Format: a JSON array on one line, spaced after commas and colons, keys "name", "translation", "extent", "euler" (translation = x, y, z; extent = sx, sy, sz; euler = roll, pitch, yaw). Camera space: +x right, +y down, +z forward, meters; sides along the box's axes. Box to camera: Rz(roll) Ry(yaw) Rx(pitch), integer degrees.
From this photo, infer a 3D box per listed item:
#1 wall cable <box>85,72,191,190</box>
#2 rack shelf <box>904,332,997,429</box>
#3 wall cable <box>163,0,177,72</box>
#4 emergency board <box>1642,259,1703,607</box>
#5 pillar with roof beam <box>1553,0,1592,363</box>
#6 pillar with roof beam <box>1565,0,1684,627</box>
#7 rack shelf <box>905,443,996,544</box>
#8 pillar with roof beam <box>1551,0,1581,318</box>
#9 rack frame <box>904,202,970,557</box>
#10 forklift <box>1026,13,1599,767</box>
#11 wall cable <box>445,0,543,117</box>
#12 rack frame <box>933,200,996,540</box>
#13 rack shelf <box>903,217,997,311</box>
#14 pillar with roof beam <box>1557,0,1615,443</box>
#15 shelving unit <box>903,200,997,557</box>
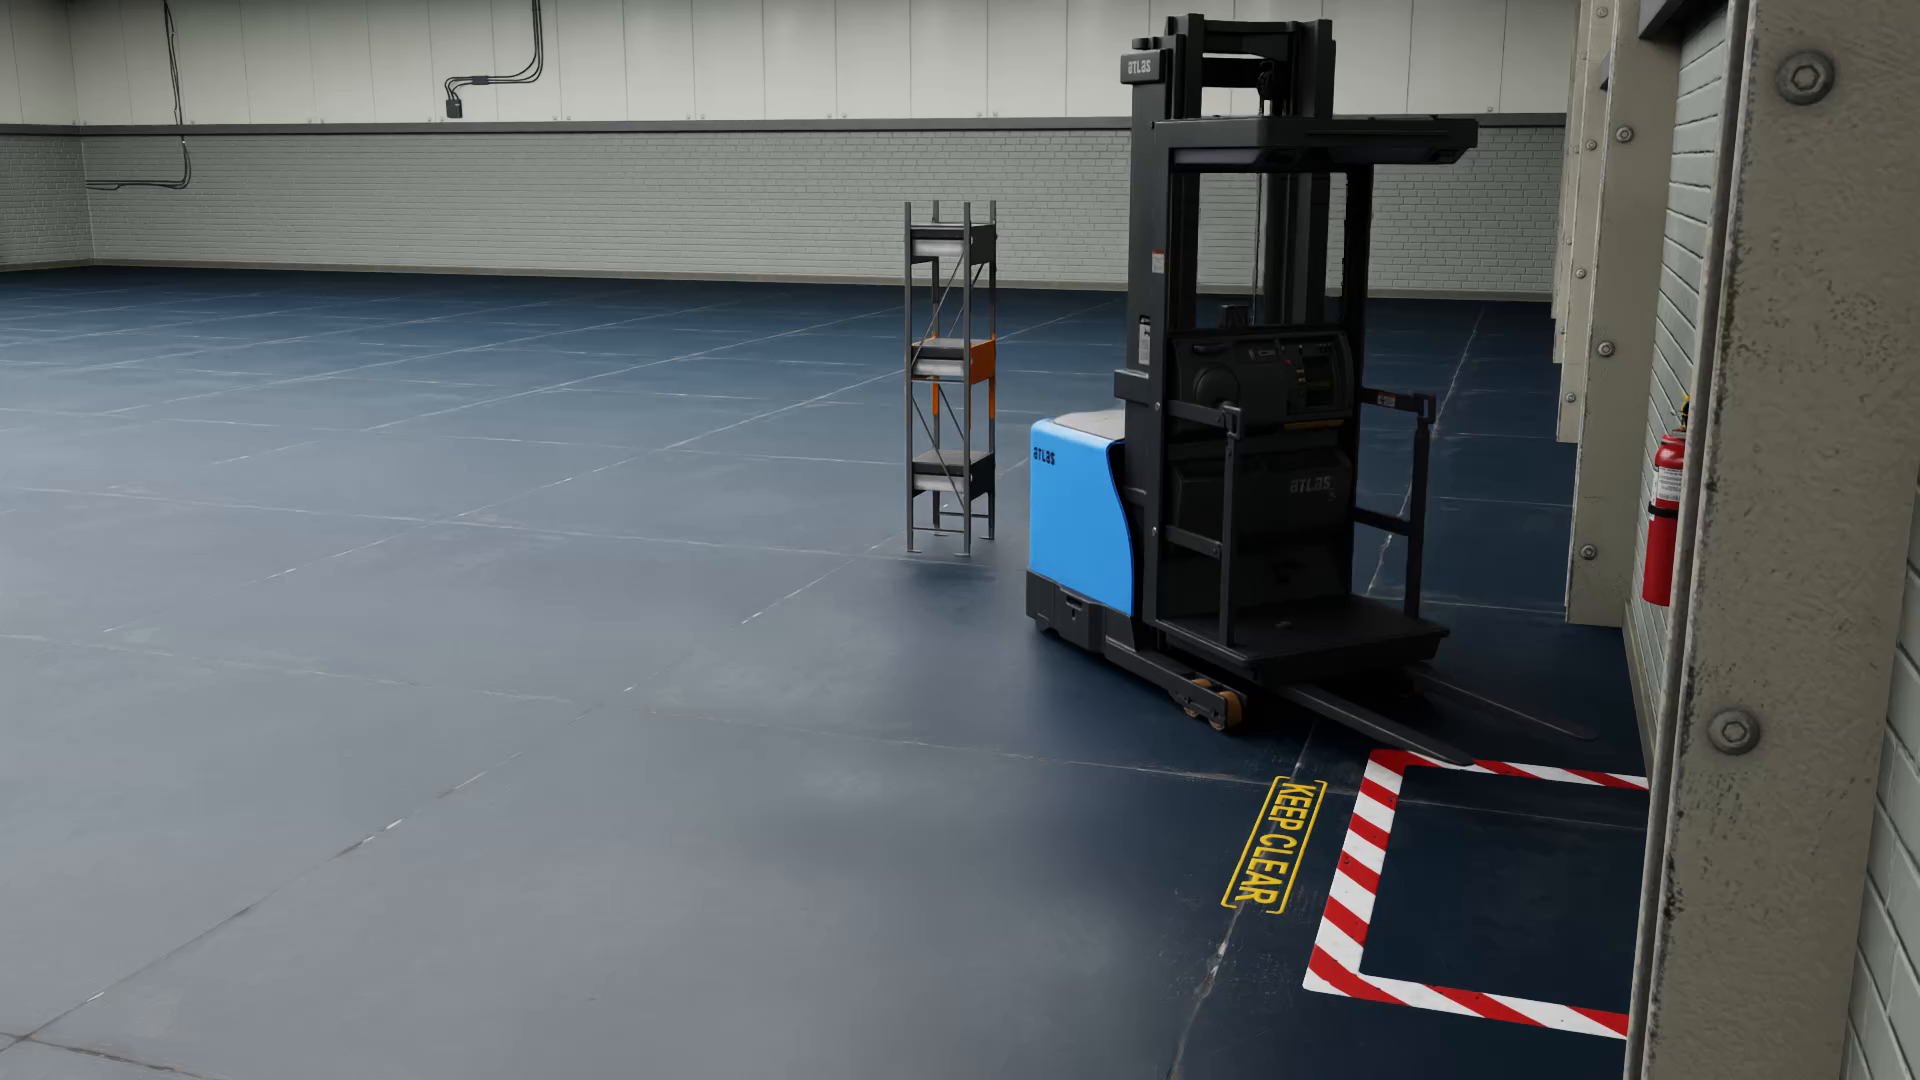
[{"name": "wall cable", "translation": [-18.430, -9.059, 36.932], "extent": [3.097, 2.526, 0.112], "euler": [4, 14, 18]}, {"name": "rack shelf", "translation": [-0.054, -0.976, 10.105], "extent": [0.431, 0.518, 0.480], "euler": [4, 14, 18]}, {"name": "wall cable", "translation": [-15.870, -11.326, 35.516], "extent": [3.097, 2.526, 0.112], "euler": [4, 14, 18]}, {"name": "emergency board", "translation": [2.241, -0.319, 5.145], "extent": [0.194, 1.169, 0.643], "euler": [4, 14, 18]}, {"name": "pillar with roof beam", "translation": [3.156, -6.826, 20.172], "extent": [9.100, 9.000, 0.400], "euler": [4, 14, 18]}, {"name": "pillar with roof beam", "translation": [-0.726, -4.300, 9.103], "extent": [9.100, 9.000, 0.400], "euler": [4, 14, 18]}, {"name": "rack shelf", "translation": [-0.054, -0.293, 10.260], "extent": [0.431, 0.518, 0.480], "euler": [4, 14, 18]}, {"name": "pillar with roof beam", "translation": [5.098, -8.089, 25.707], "extent": [9.100, 9.000, 0.400], "euler": [4, 14, 18]}, {"name": "rack frame", "translation": [-0.133, -0.937, 9.876], "extent": [0.400, 2.100, 0.015], "euler": [4, 14, 18]}, {"name": "forklift", "translation": [1.437, -0.740, 7.143], "extent": [1.130, 2.935, 3.031], "euler": [-6, 14, -25]}, {"name": "wall cable", "translation": [-9.452, -11.544, 33.199], "extent": [2.305, 6.003, 0.169], "euler": [4, 14, 18]}, {"name": "rack frame", "translation": [0.025, -1.040, 10.327], "extent": [0.400, 2.100, 0.015], "euler": [4, 14, 18]}, {"name": "rack shelf", "translation": [-0.054, -1.658, 9.949], "extent": [0.431, 0.518, 0.480], "euler": [4, 14, 18]}, {"name": "pillar with roof beam", "translation": [1.215, -5.563, 14.637], "extent": [9.100, 9.000, 0.400], "euler": [4, 14, 18]}, {"name": "shelving unit", "translation": [-0.054, -0.989, 10.102], "extent": [0.431, 2.100, 0.503], "euler": [4, 14, 18]}]
